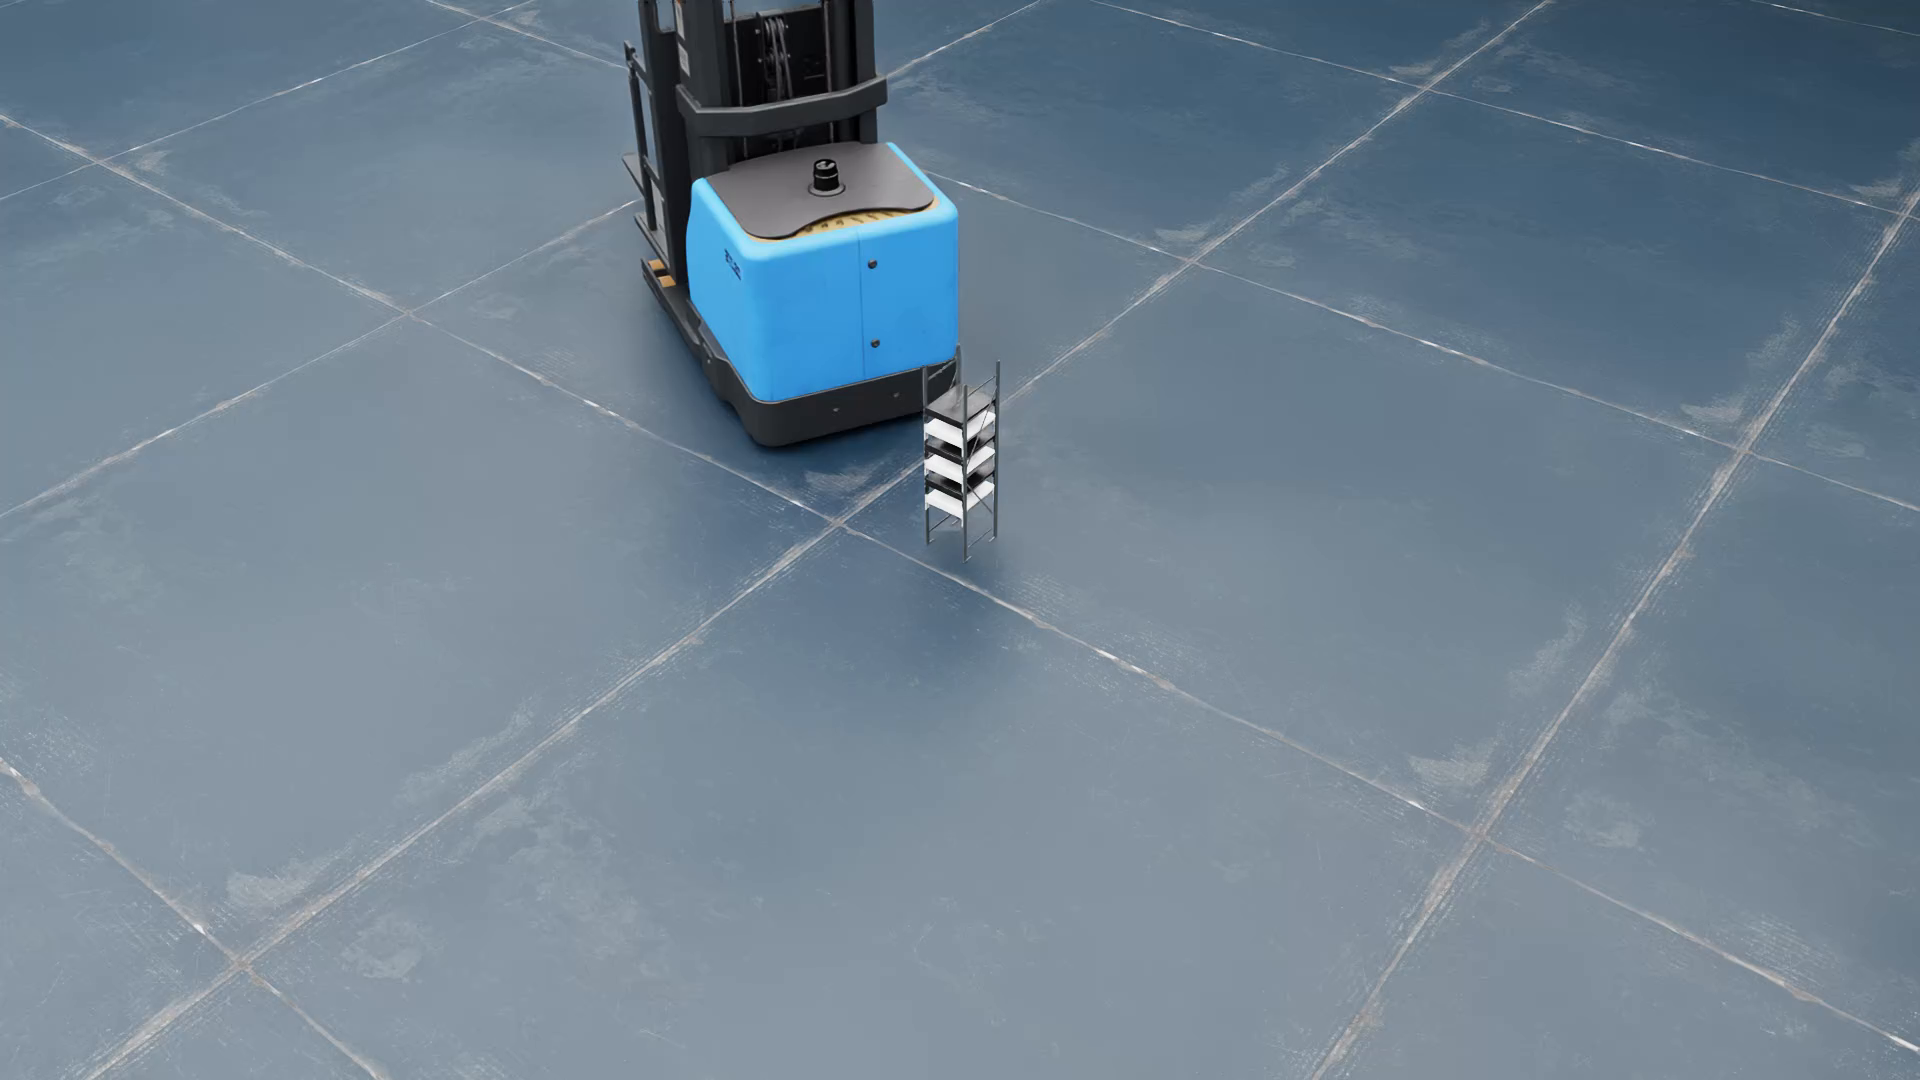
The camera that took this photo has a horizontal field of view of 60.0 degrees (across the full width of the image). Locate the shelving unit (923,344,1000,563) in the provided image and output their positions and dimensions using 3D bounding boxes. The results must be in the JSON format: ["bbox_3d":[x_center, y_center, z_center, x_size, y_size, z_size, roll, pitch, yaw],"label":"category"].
[{"bbox_3d":[0.006,-0.351,6.969,0.210,0.900,0.258,25,45,29],"label":"shelving unit"}]

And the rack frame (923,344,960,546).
[{"bbox_3d":[-0.074,-0.389,7.017,0.006,0.900,0.240,25,45,29],"label":"rack frame"}]

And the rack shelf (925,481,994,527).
[{"bbox_3d":[0.006,-0.183,7.100,0.200,0.077,0.258,25,45,29],"label":"rack shelf"}]

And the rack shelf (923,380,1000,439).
[{"bbox_3d":[0.006,-0.538,6.823,0.200,0.077,0.258,25,45,29],"label":"rack shelf"}]

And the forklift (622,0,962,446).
[{"bbox_3d":[-1.060,-2.491,8.054,1.130,2.935,3.031,-16,41,-19],"label":"forklift"}]

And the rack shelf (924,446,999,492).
[{"bbox_3d":[0.006,-0.325,6.989,0.200,0.077,0.258,25,45,29],"label":"rack shelf"}]

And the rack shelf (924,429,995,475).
[{"bbox_3d":[0.006,-0.396,6.934,0.200,0.077,0.258,25,45,29],"label":"rack shelf"}]

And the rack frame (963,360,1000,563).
[{"bbox_3d":[0.087,-0.313,6.920,0.006,0.900,0.240,25,45,29],"label":"rack frame"}]

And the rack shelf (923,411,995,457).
[{"bbox_3d":[0.006,-0.467,6.878,0.200,0.077,0.258,25,45,29],"label":"rack shelf"}]

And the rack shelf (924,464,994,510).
[{"bbox_3d":[0.006,-0.254,7.045,0.200,0.077,0.258,25,45,29],"label":"rack shelf"}]
